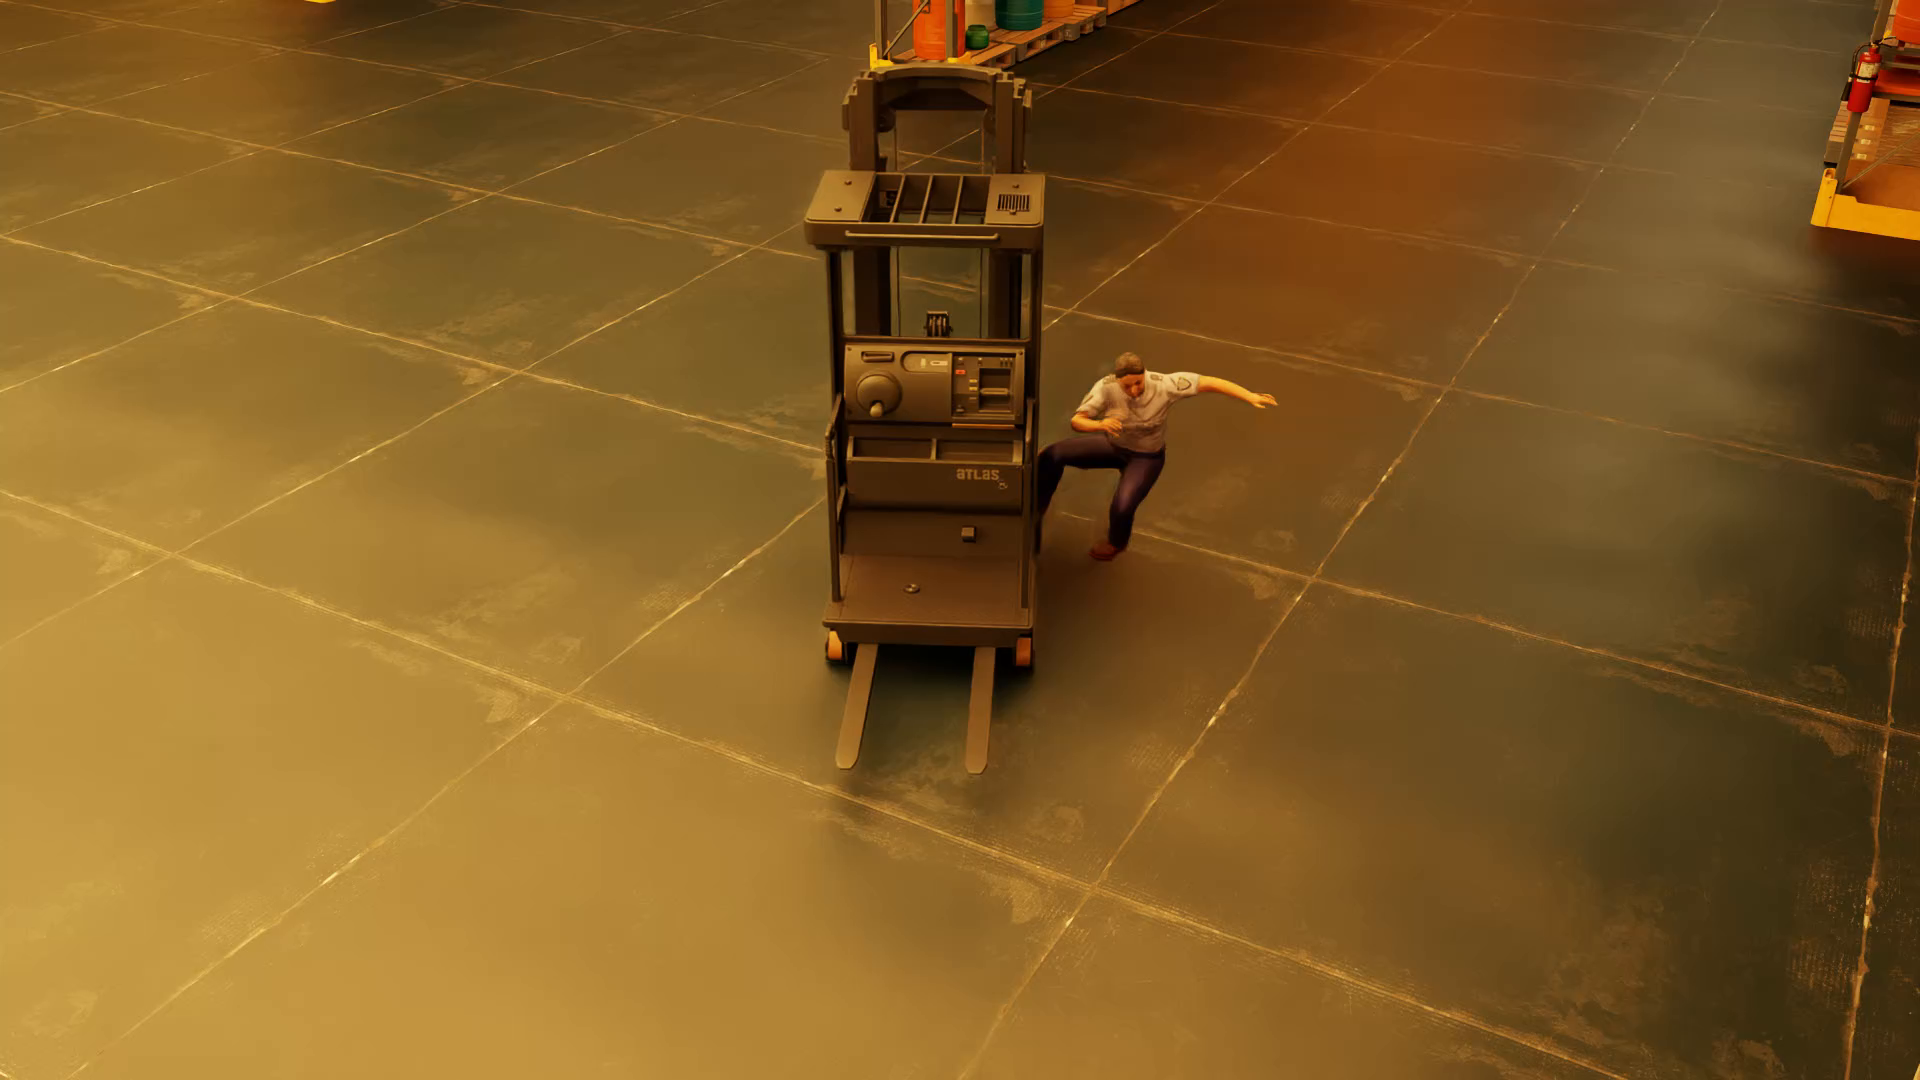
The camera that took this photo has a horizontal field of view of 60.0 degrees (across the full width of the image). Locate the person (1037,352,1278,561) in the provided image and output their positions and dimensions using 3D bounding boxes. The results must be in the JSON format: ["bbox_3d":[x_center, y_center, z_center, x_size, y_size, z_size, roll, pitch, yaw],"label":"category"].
[{"bbox_3d":[0.995,-0.460,9.376,1.498,1.273,0.732,9,31,15],"label":"person"}]

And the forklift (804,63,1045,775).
[{"bbox_3d":[-0.141,-0.761,8.390,1.130,2.935,3.031,2,30,3],"label":"forklift"}]
